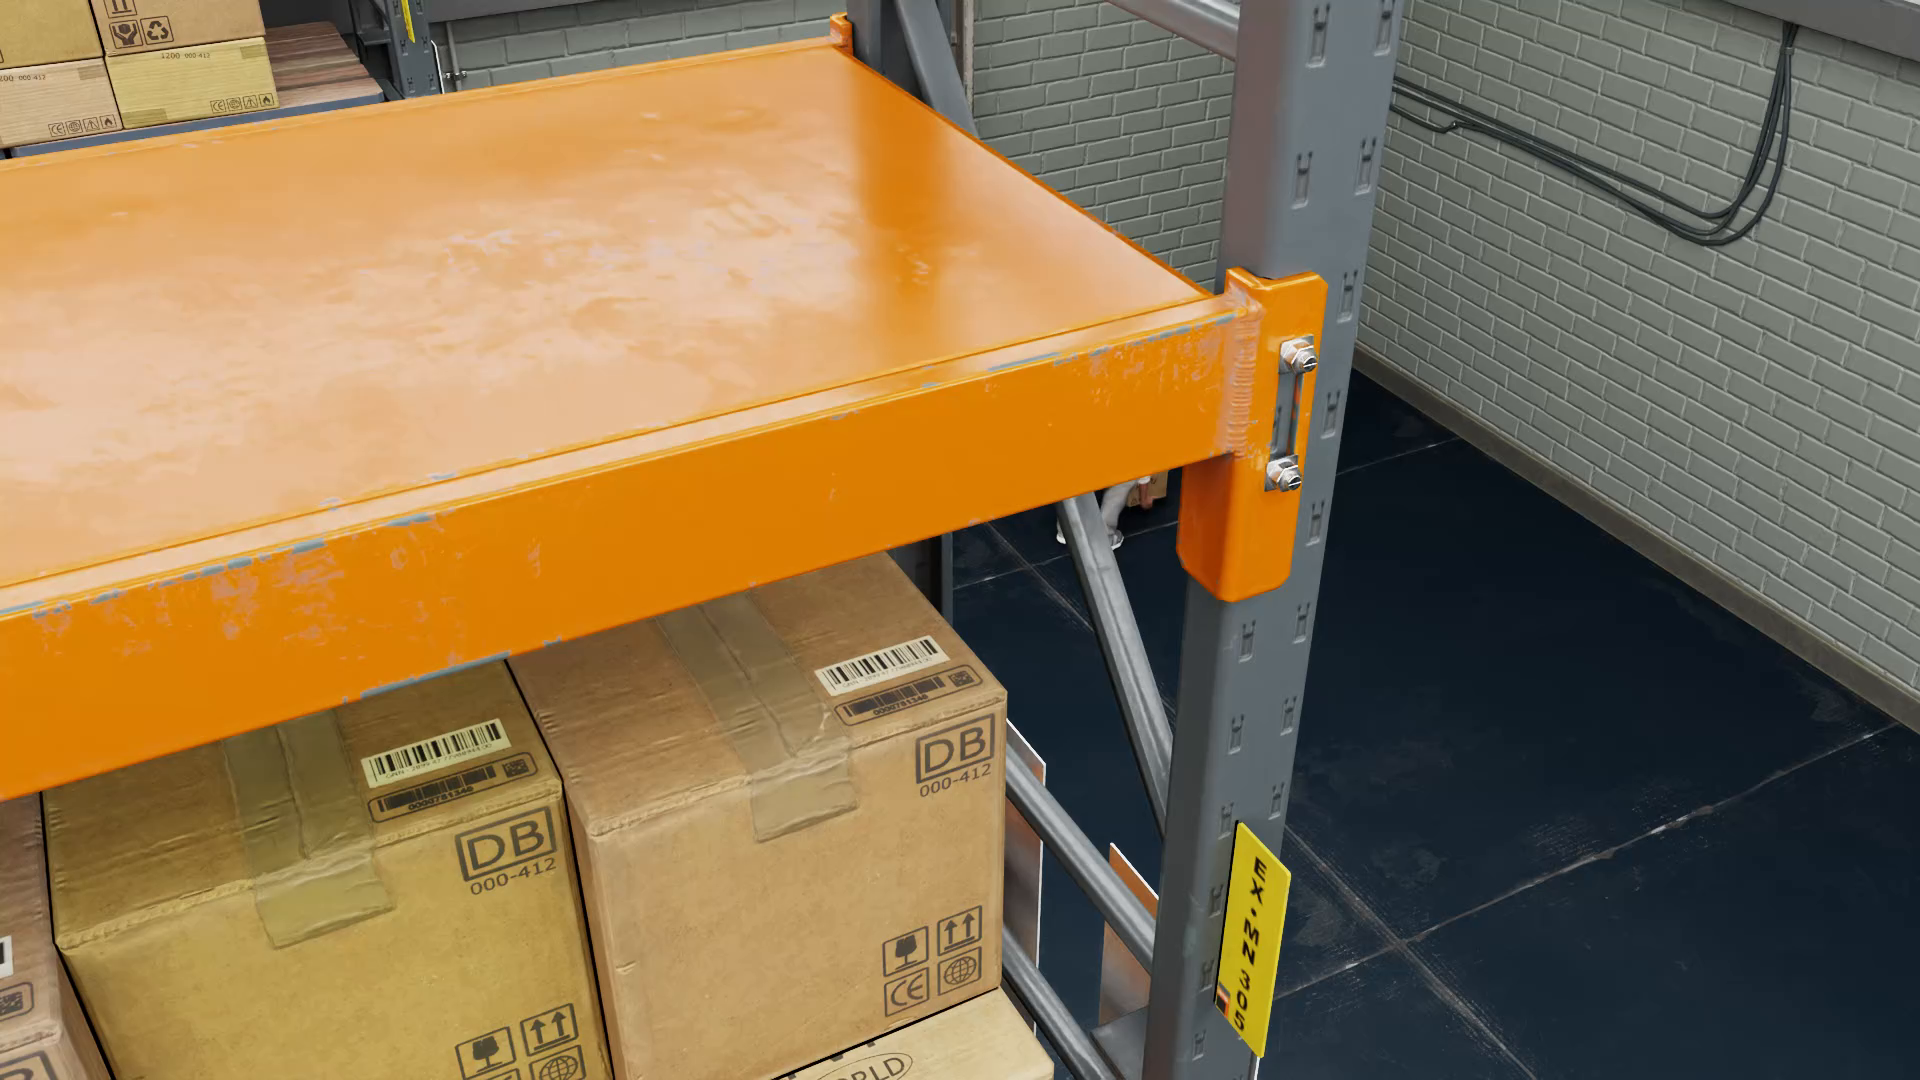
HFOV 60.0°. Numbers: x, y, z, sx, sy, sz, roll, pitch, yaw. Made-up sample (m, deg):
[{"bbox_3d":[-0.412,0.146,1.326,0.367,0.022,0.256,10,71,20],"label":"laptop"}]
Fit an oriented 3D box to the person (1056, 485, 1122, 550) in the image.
[{"bbox_3d":[0.735,-0.678,8.648,0.404,1.593,0.494,23,40,31],"label":"person"}]
